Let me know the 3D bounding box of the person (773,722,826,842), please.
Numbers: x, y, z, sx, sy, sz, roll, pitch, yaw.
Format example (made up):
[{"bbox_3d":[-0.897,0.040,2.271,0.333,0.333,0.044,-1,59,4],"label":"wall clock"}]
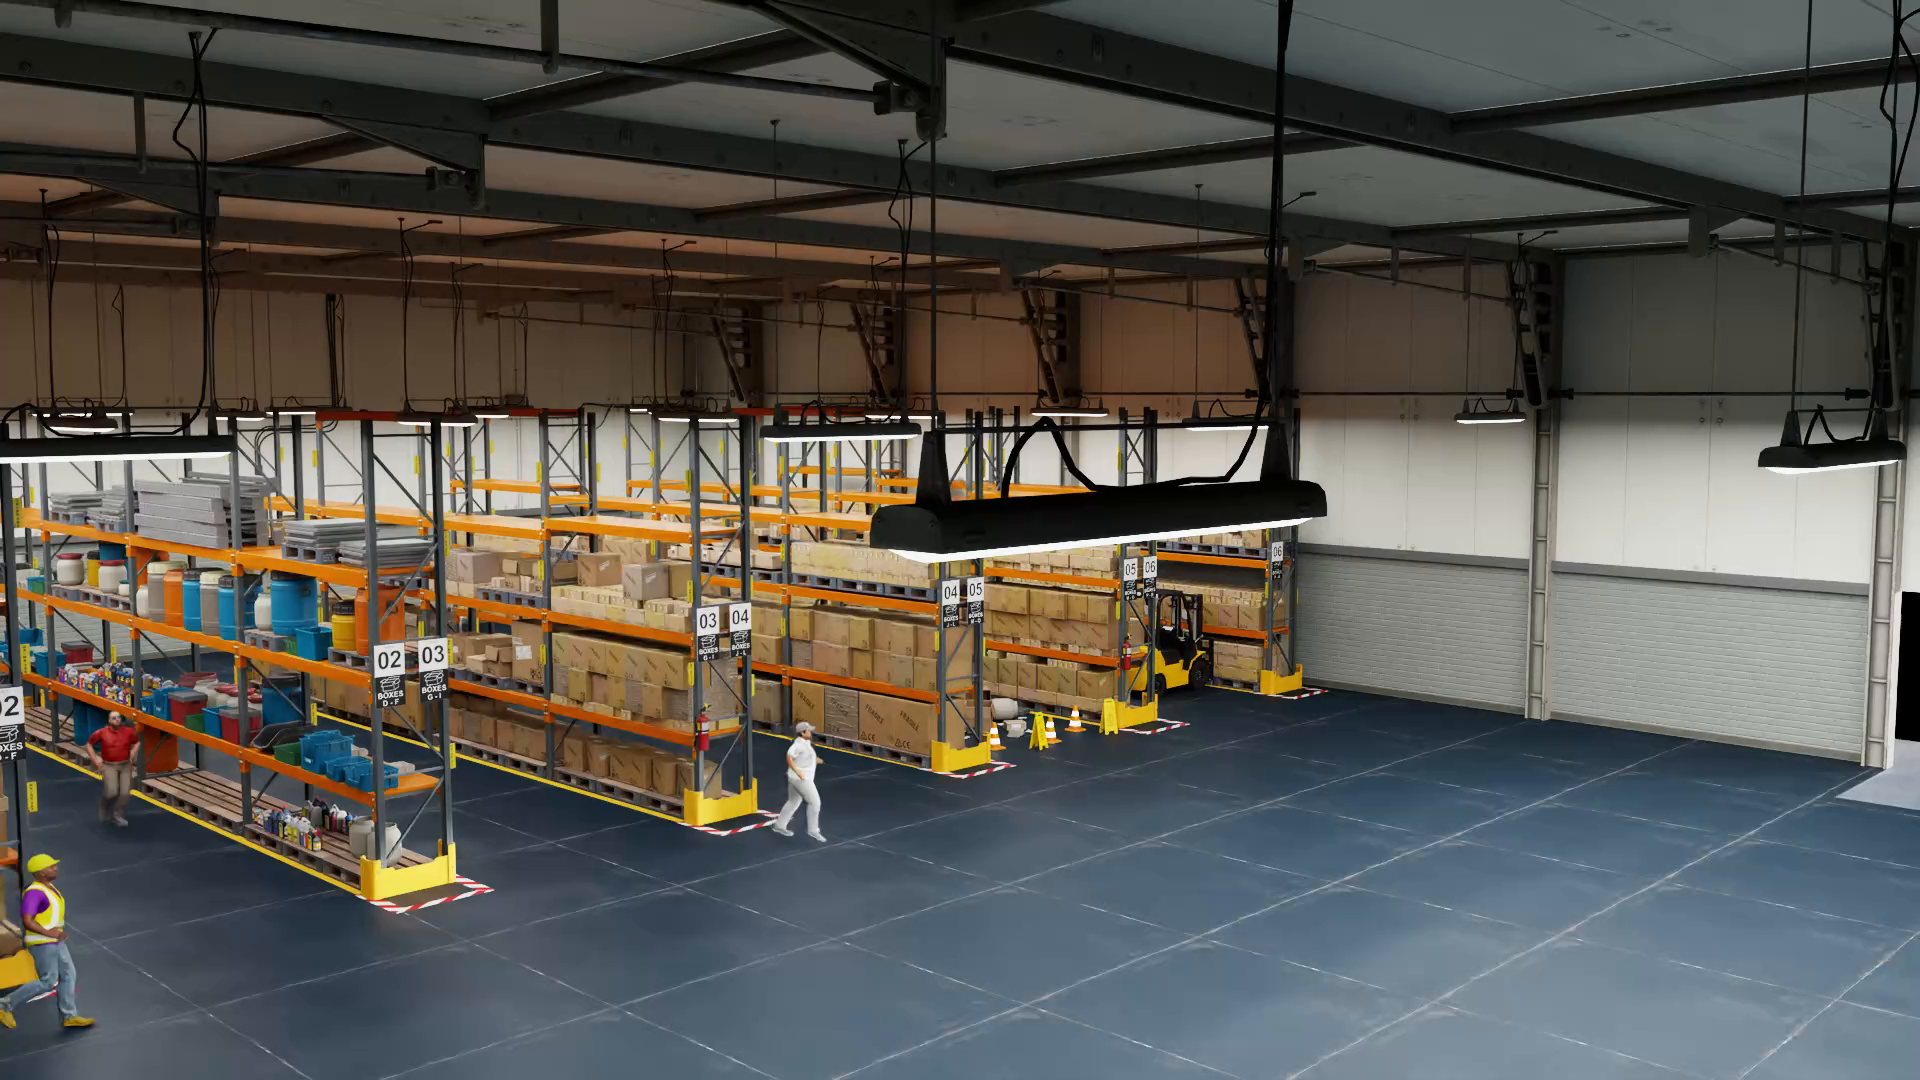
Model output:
[{"bbox_3d":[-2.269,3.422,23.506,0.729,1.723,0.599,-1,5,-13],"label":"person"}]

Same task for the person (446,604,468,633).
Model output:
[{"bbox_3d":[-12.187,1.883,40.432,0.710,1.712,0.727,4,6,36],"label":"person"}]

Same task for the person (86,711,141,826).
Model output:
[{"bbox_3d":[-12.291,3.336,24.251,0.710,1.697,0.563,-5,7,-42],"label":"person"}]

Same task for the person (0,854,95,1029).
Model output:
[{"bbox_3d":[-9.125,4.003,16.605,0.838,1.742,0.768,-2,5,-21],"label":"person"}]
